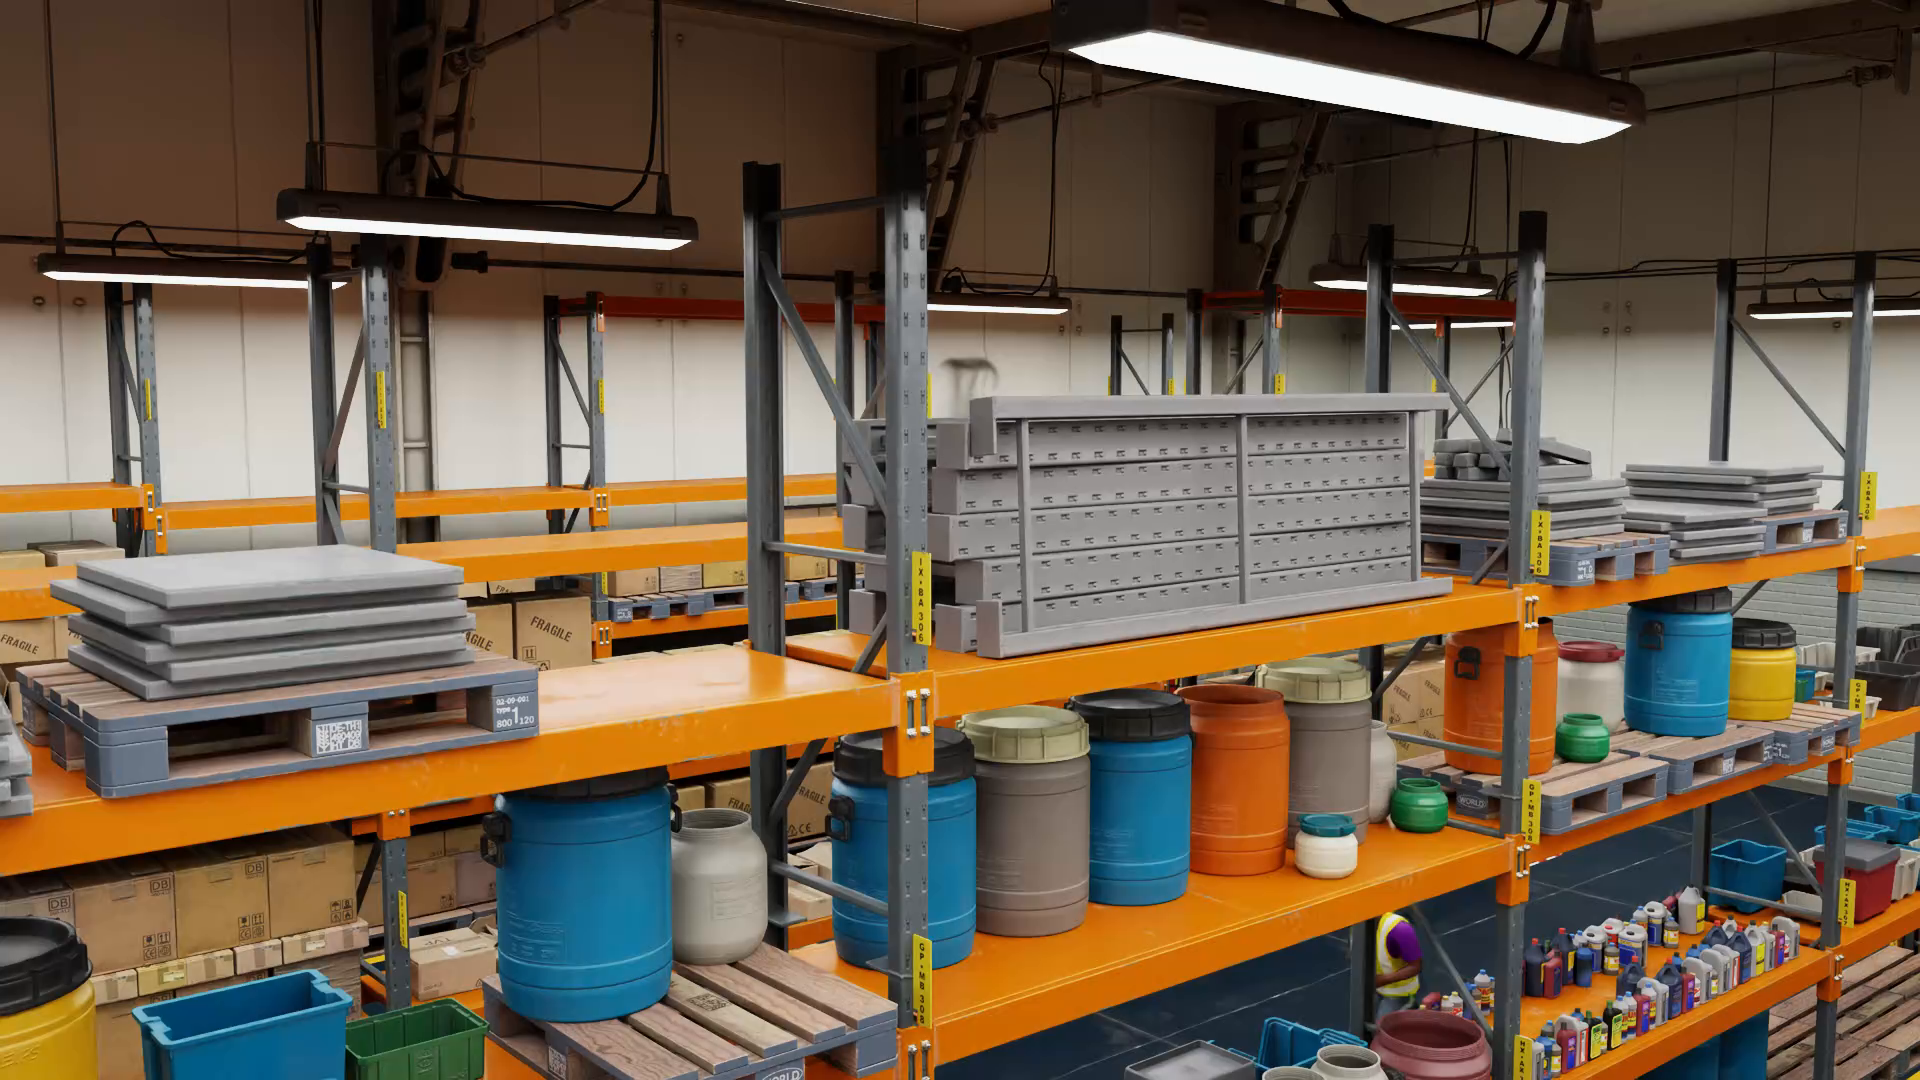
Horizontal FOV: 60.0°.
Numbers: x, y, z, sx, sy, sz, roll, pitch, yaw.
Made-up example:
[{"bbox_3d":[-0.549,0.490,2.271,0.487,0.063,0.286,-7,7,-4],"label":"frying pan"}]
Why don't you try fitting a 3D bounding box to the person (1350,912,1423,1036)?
[{"bbox_3d":[3.021,3.206,11.839,0.744,1.692,0.690,-5,7,-40],"label":"person"}]
